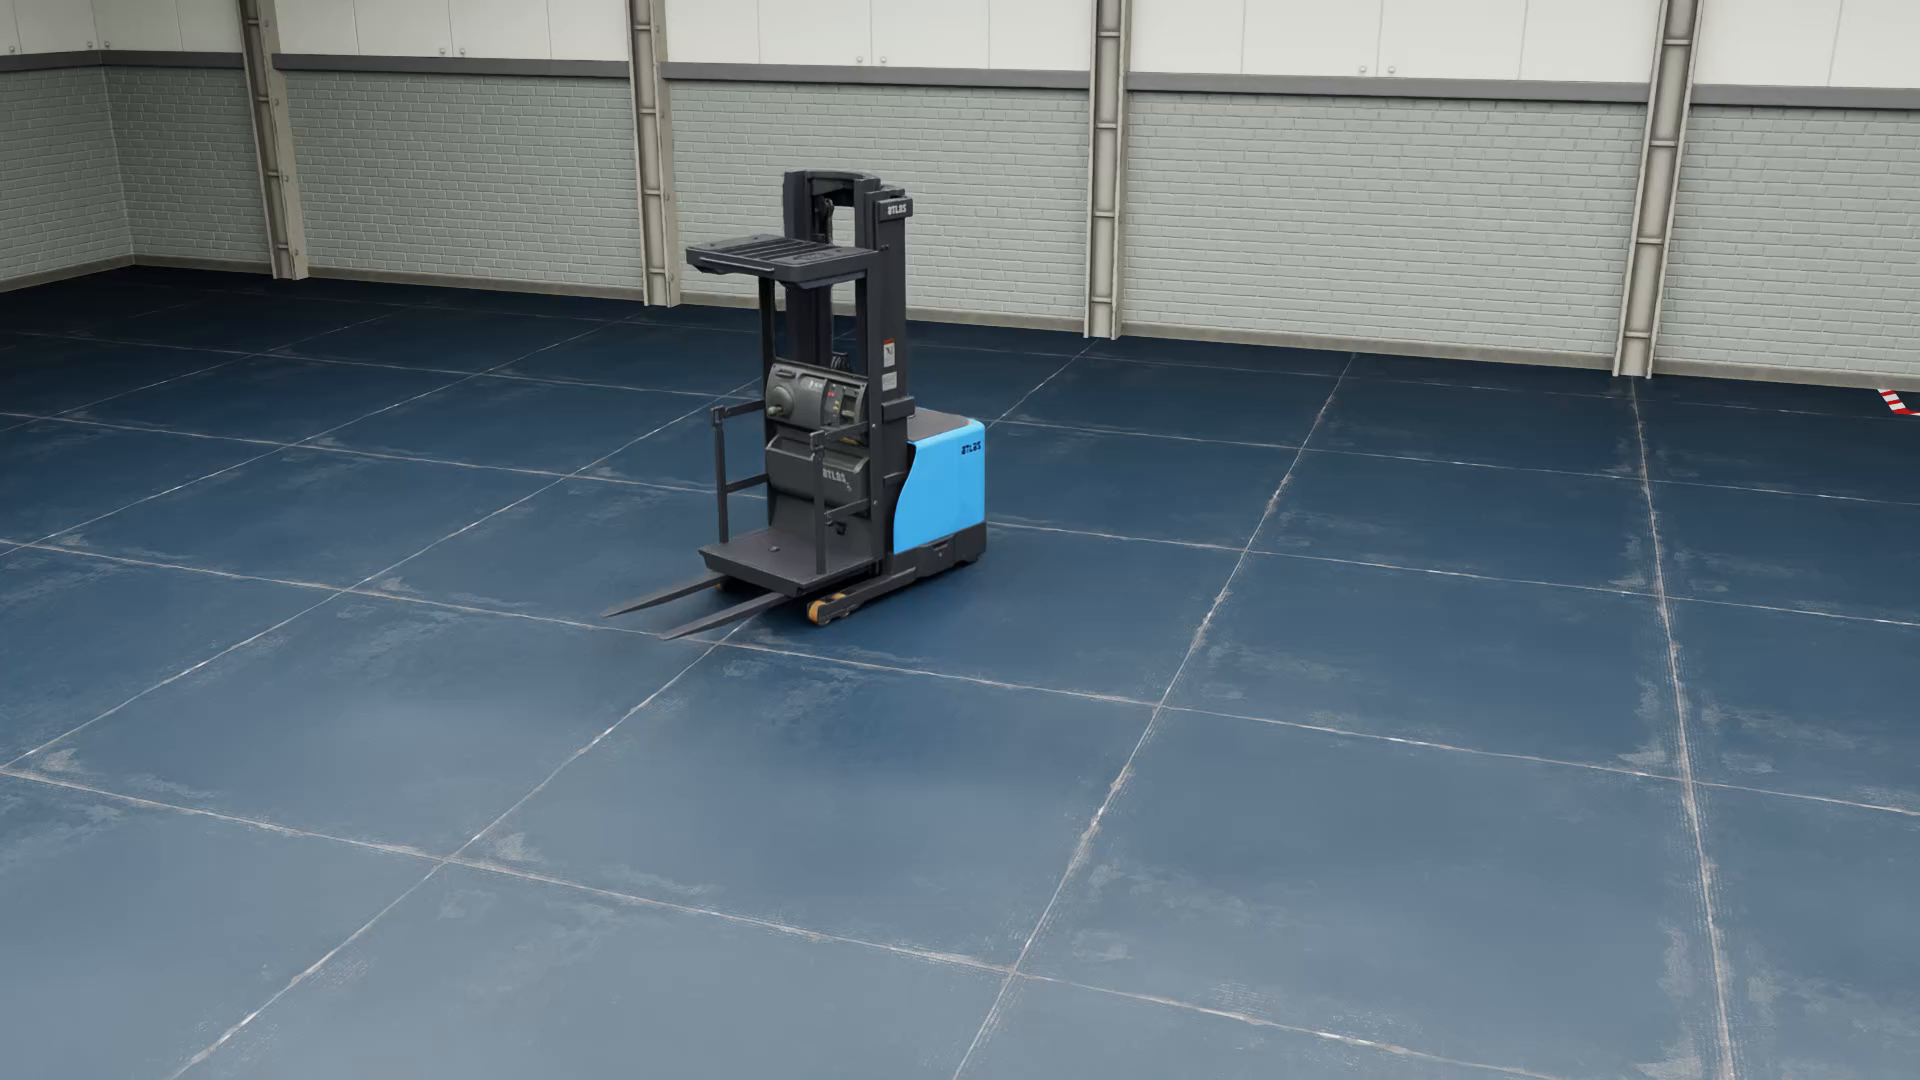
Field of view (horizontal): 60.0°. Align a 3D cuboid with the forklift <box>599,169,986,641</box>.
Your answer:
[{"bbox_3d":[-1.146,-0.987,11.453,1.130,2.935,3.031,16,25,38],"label":"forklift"}]

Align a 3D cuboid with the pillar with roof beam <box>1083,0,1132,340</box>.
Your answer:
[{"bbox_3d":[0.317,-5.387,14.859,0.400,9.000,9.100,7,20,18],"label":"pillar with roof beam"}]

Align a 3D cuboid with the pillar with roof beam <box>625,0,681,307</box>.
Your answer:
[{"bbox_3d":[-5.351,-6.035,16.718,0.400,9.000,9.100,7,20,18],"label":"pillar with roof beam"}]

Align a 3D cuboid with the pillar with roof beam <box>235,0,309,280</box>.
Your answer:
[{"bbox_3d":[-11.019,-6.683,18.577,0.400,9.000,9.100,7,20,18],"label":"pillar with roof beam"}]

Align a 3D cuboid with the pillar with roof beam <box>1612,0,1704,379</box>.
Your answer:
[{"bbox_3d":[5.985,-4.739,12.999,0.400,9.000,9.100,7,20,18],"label":"pillar with roof beam"}]
